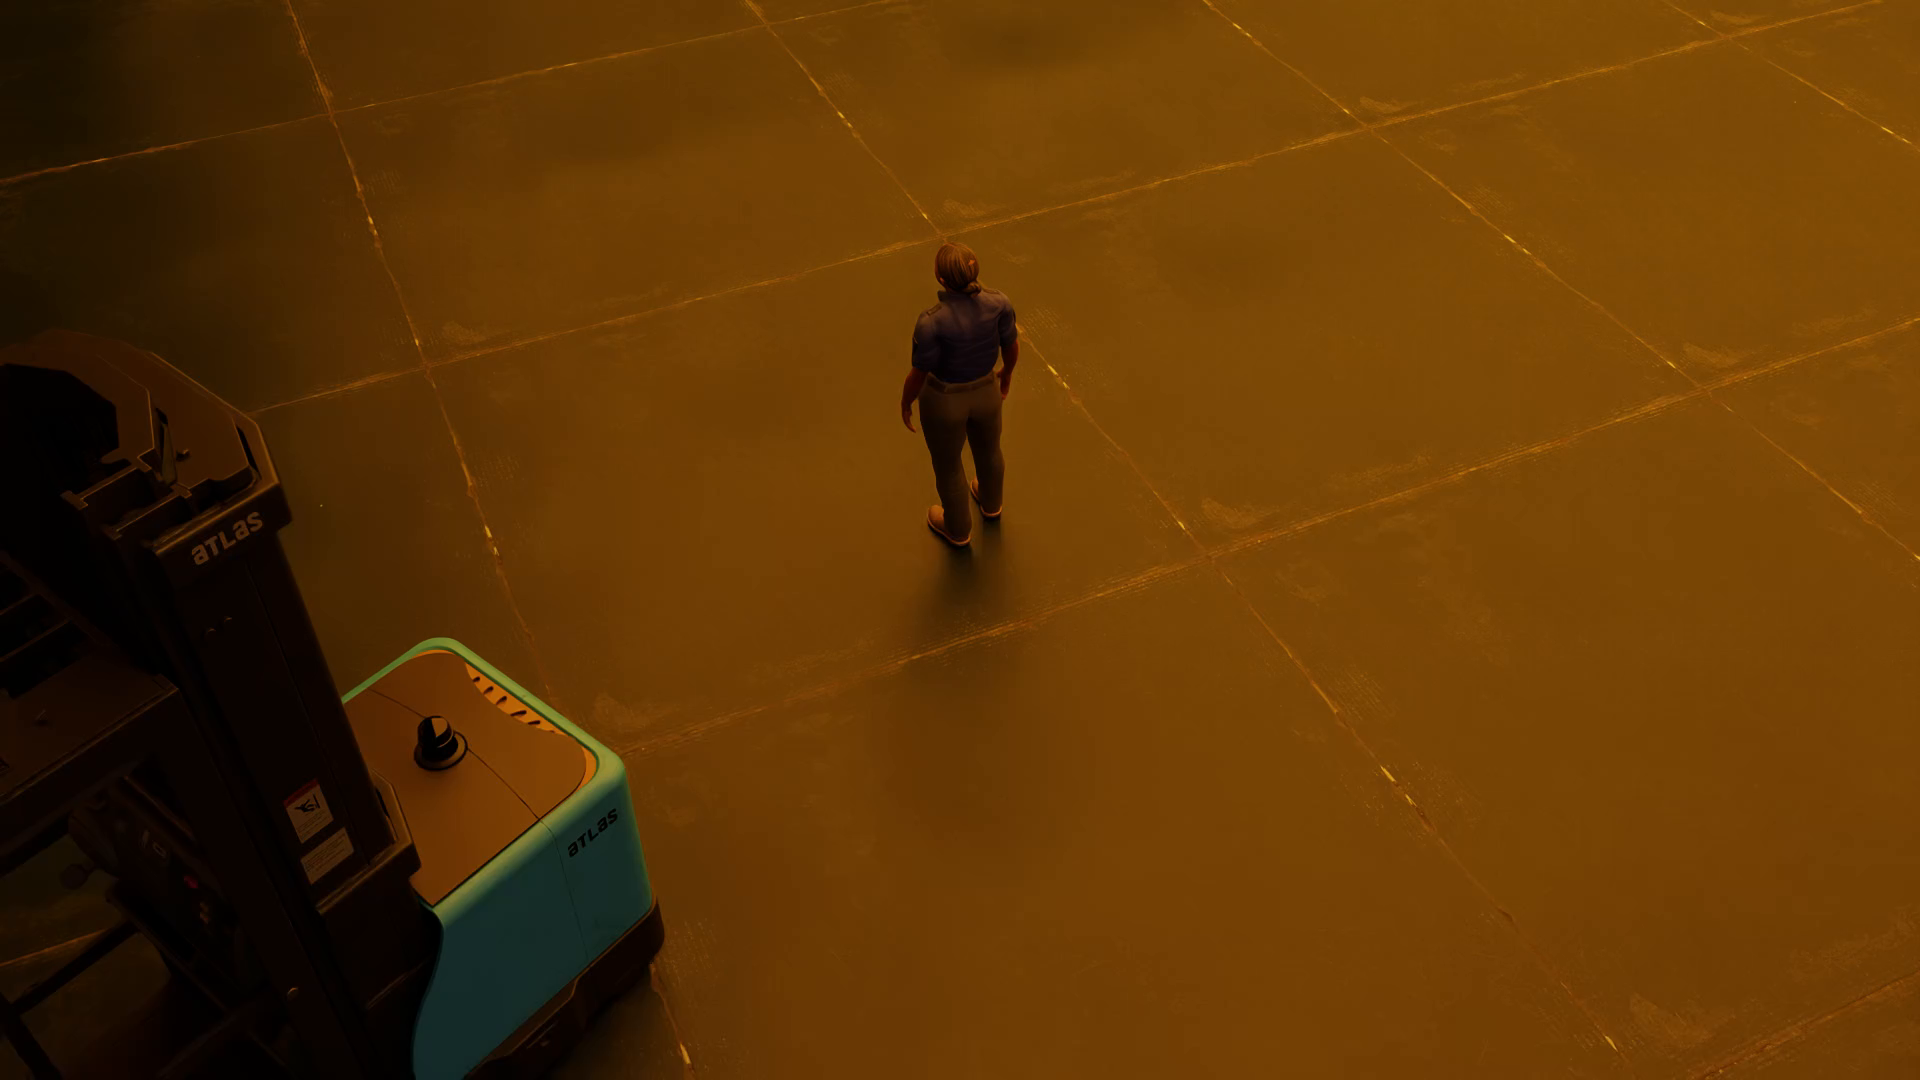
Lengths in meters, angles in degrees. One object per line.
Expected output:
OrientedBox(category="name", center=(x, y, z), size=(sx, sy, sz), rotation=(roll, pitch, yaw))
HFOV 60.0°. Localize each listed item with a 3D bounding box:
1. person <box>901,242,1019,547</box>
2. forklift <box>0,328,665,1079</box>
OrientedBox(category="person", center=(-0.019, -0.670, 7.323), size=(0.570, 1.656, 0.503), rotation=(-18, 46, -18))
OrientedBox(category="forklift", center=(-2.408, 1.022, 4.585), size=(1.130, 2.935, 3.031), rotation=(29, 50, 27))
